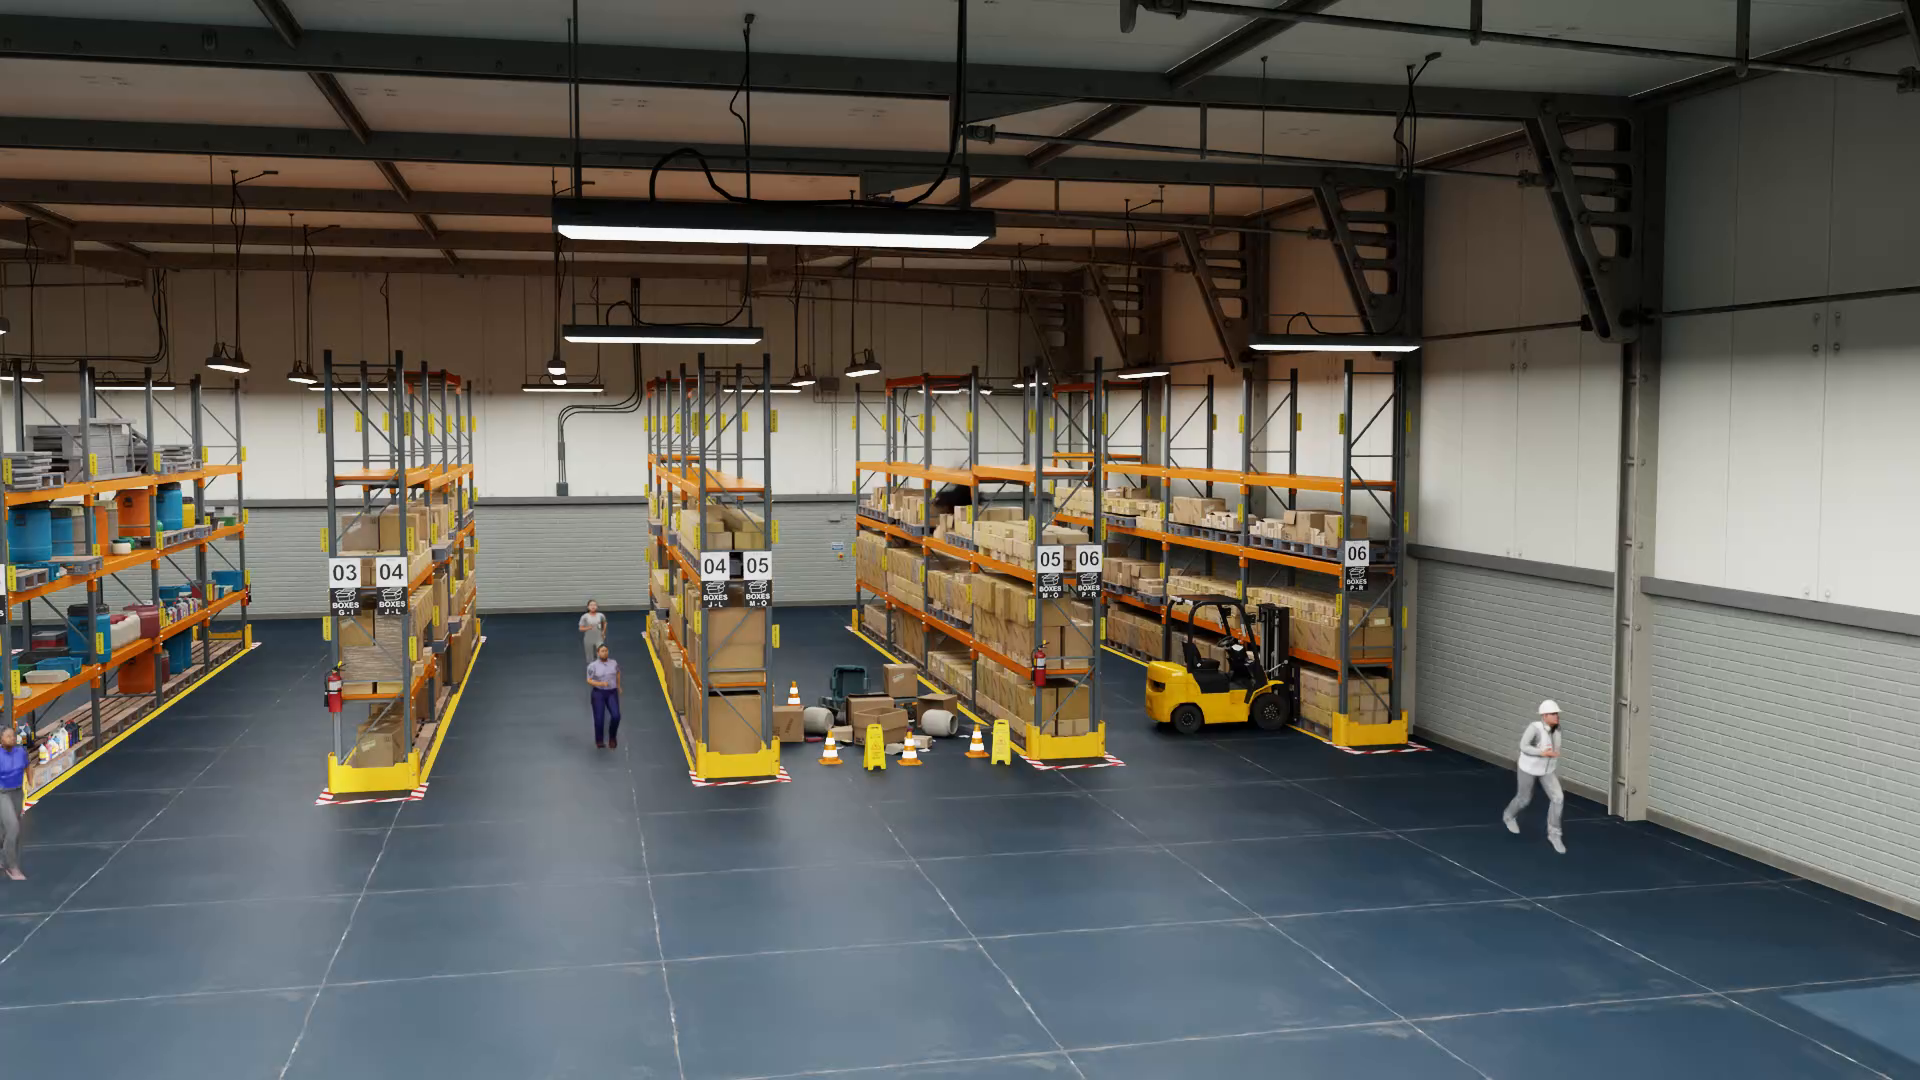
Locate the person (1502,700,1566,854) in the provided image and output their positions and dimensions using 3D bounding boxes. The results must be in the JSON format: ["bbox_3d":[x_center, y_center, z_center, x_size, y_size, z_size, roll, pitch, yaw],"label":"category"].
[{"bbox_3d":[6.839,2.760,19.796,0.657,1.787,1.013,-1,4,-18],"label":"person"}]

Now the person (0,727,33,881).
[{"bbox_3d":[-10.593,2.910,18.443,0.712,1.717,0.606,2,4,21],"label":"person"}]

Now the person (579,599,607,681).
[{"bbox_3d":[-6.926,1.971,31.428,0.549,1.714,0.728,-1,4,-19],"label":"person"}]

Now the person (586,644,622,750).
[{"bbox_3d":[-5.436,2.418,25.497,0.579,1.615,0.643,-2,4,-24],"label":"person"}]
